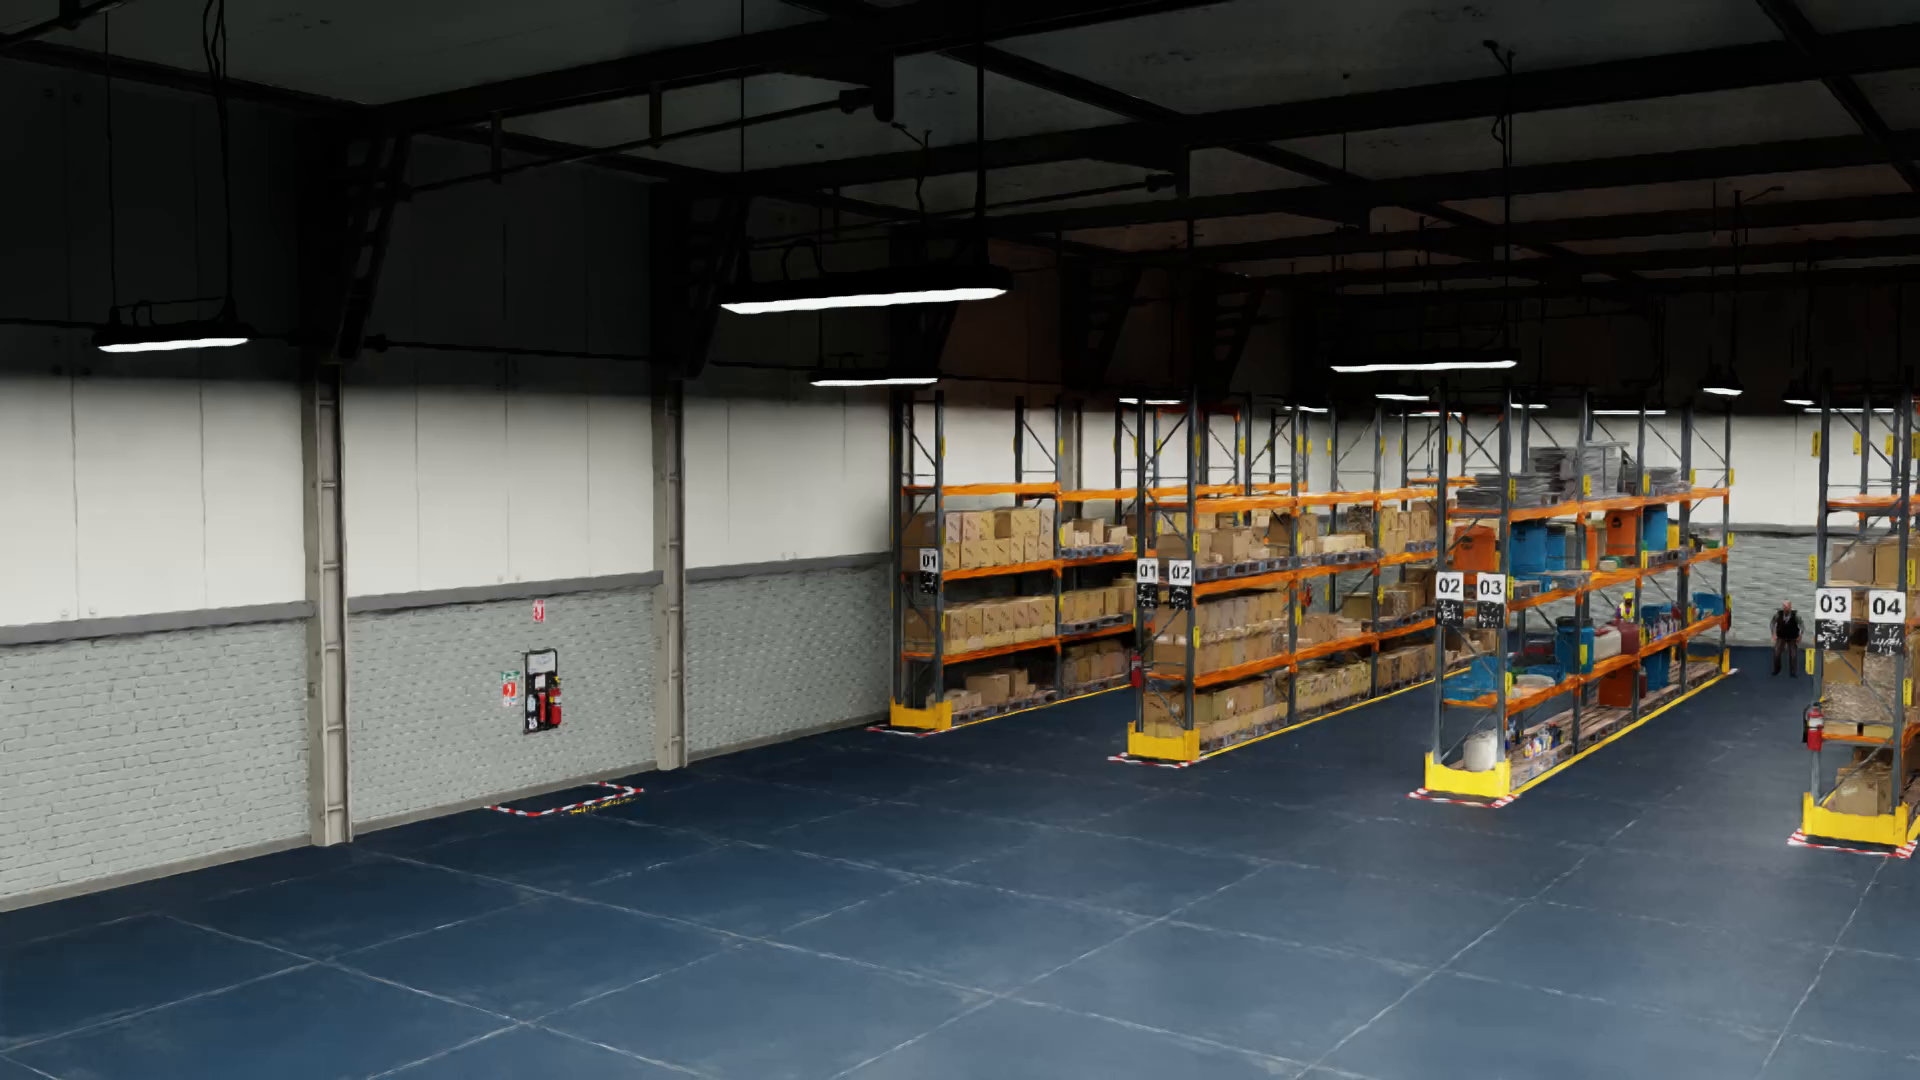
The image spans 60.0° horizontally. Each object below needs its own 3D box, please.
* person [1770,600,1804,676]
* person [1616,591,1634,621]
[{"bbox_3d":[18.028,2.177,36.267,0.672,1.586,0.534,2,4,33],"label":"person"},{"bbox_3d":[15.233,2.008,37.918,0.574,1.689,1.106,3,4,39],"label":"person"}]
